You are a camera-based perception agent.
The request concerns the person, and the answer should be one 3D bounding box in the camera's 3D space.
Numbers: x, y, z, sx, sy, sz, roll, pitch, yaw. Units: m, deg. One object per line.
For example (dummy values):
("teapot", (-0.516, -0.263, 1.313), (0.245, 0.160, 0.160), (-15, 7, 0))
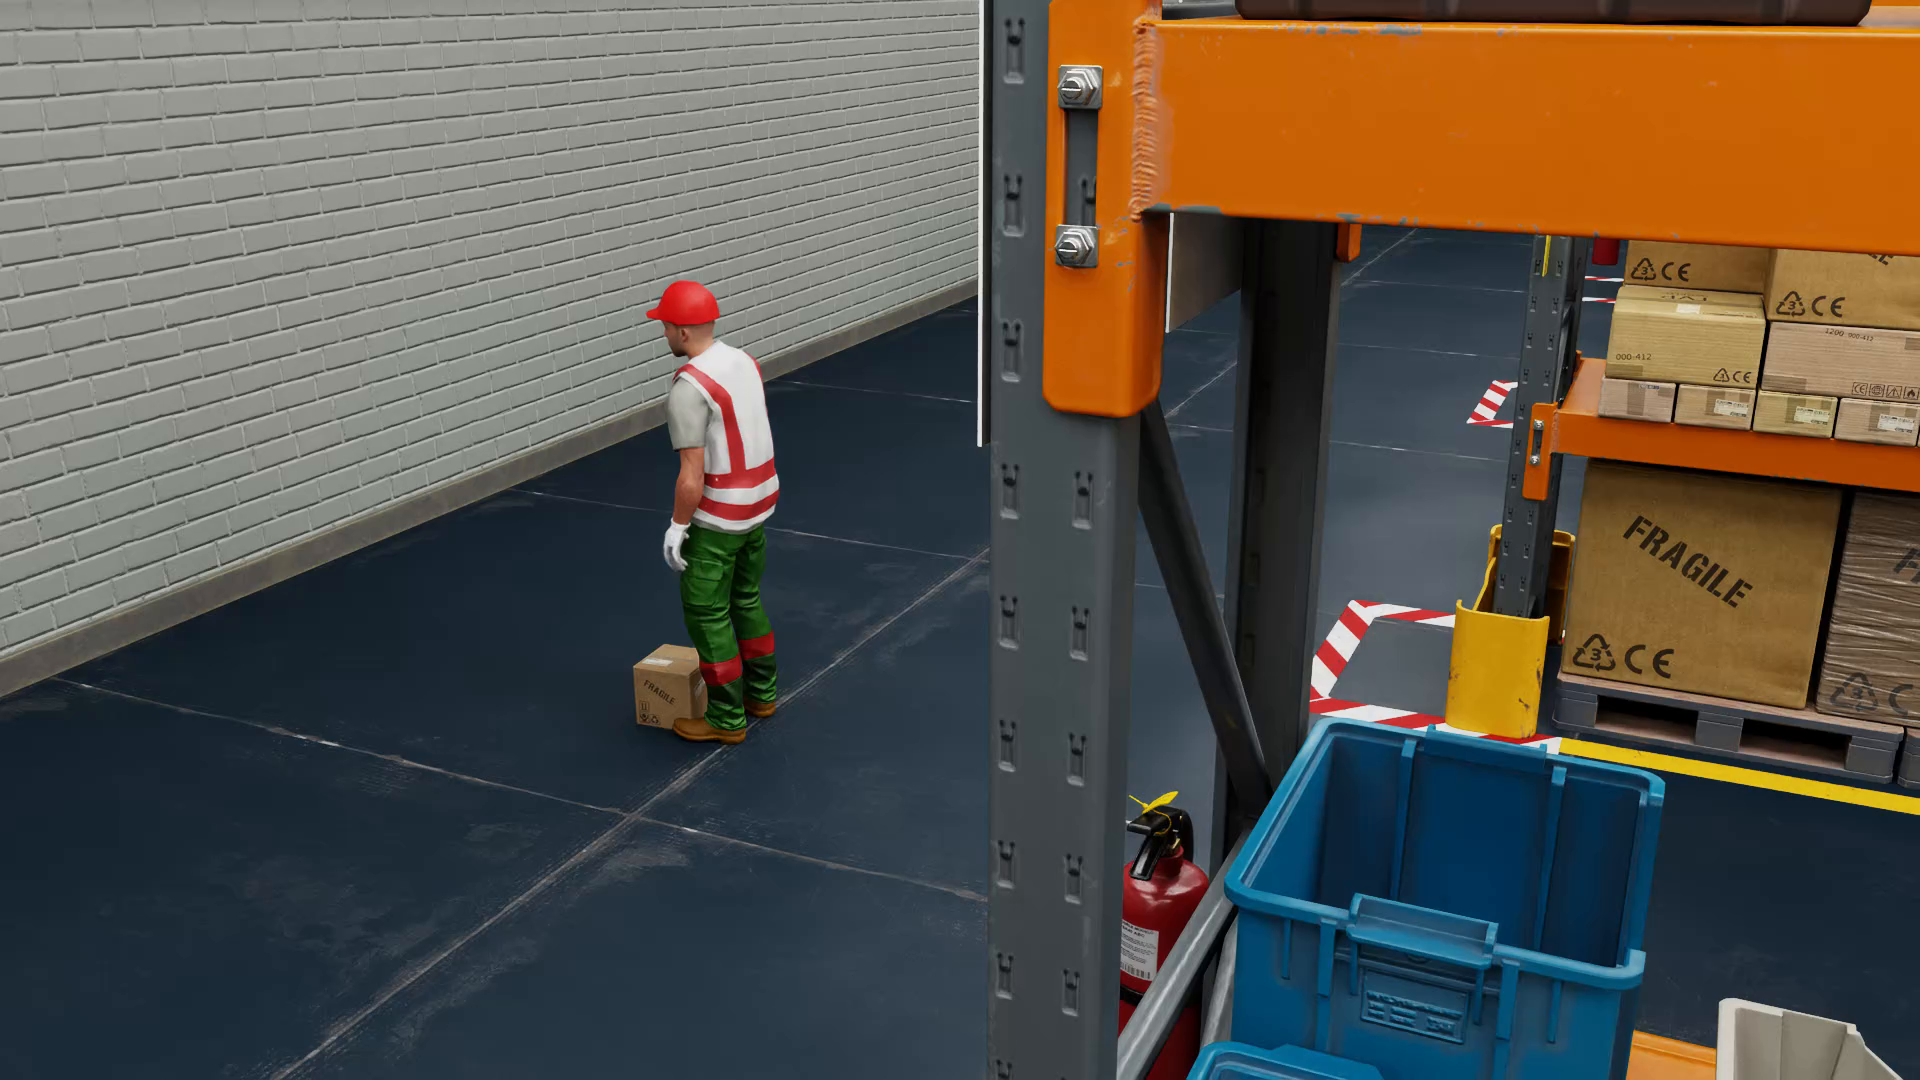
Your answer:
("person", (-0.929, -0.099, 6.332), (0.455, 1.779, 0.612), (8, 20, 22))
